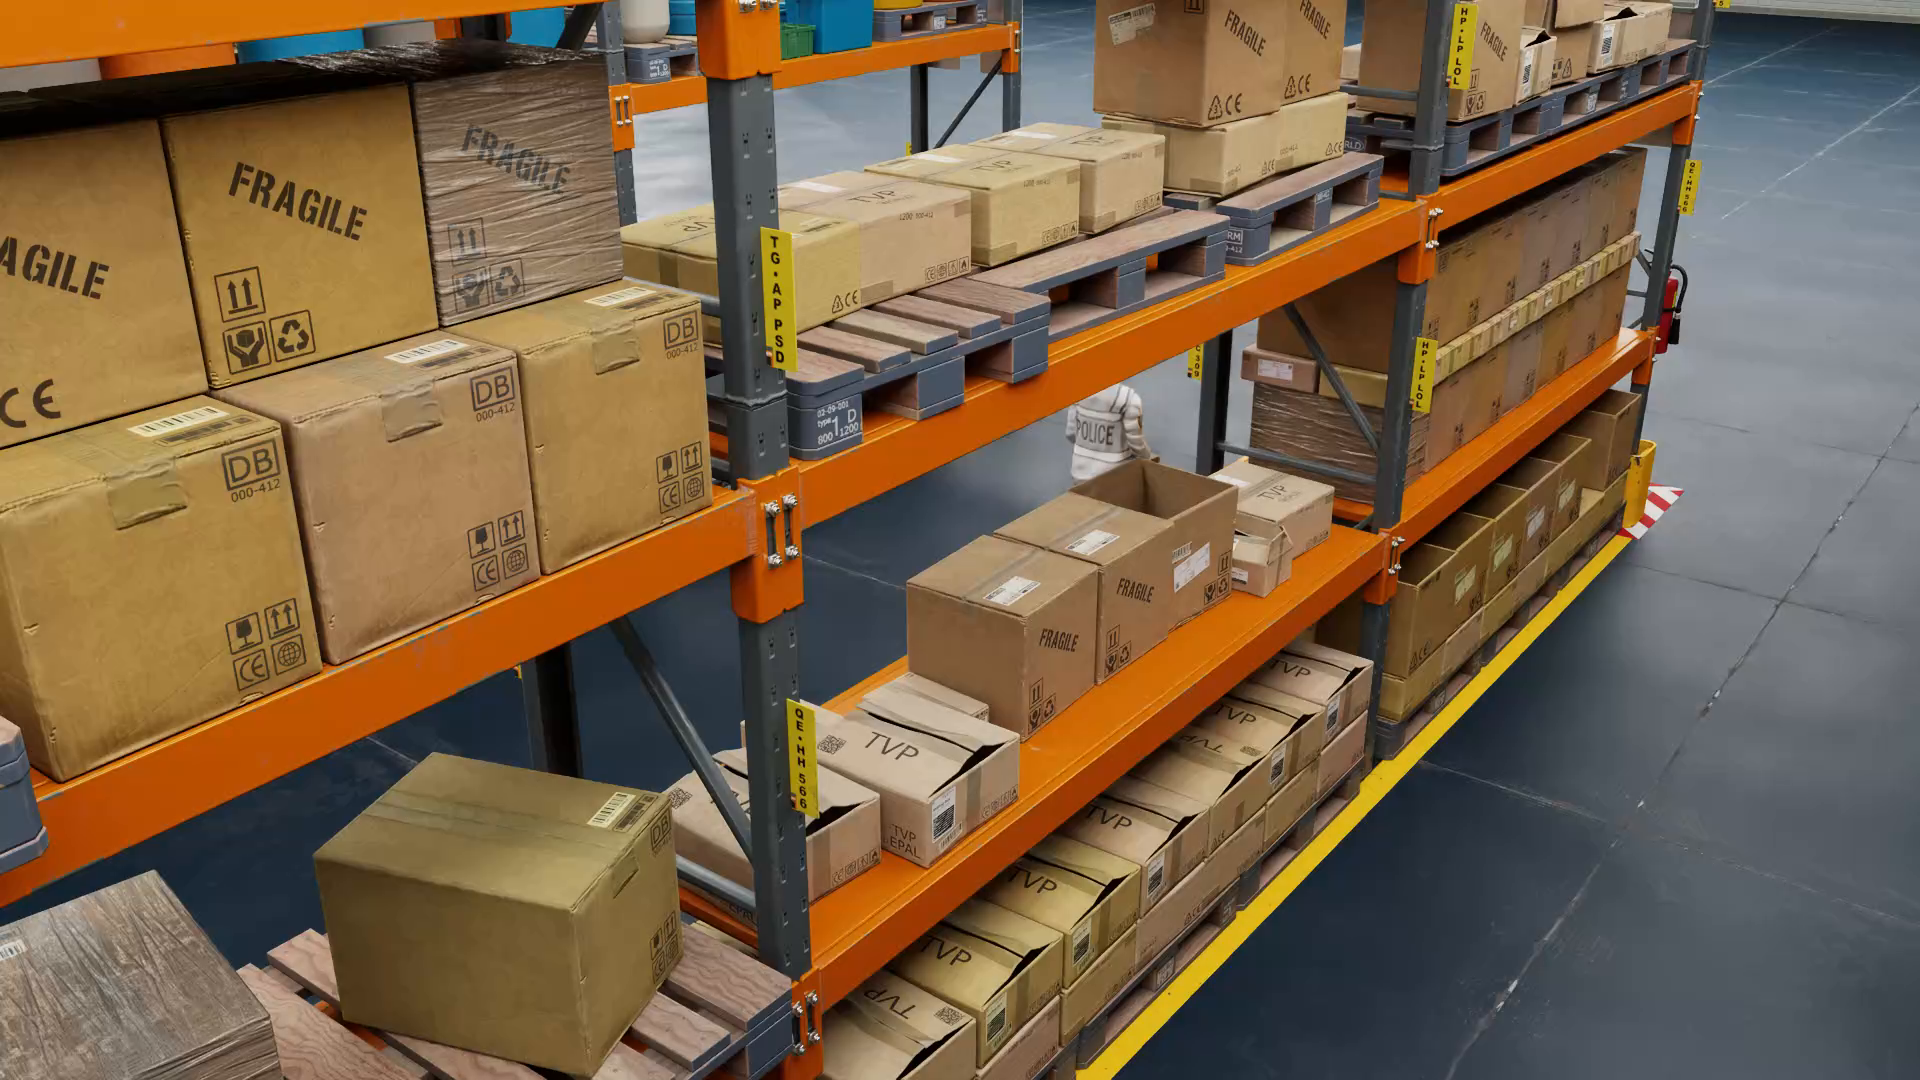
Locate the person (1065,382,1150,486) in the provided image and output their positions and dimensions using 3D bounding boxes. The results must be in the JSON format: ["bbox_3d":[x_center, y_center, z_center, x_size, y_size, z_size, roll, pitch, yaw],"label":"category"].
[{"bbox_3d":[0.836,-0.362,9.396,0.500,1.684,0.411,16,28,32],"label":"person"}]
